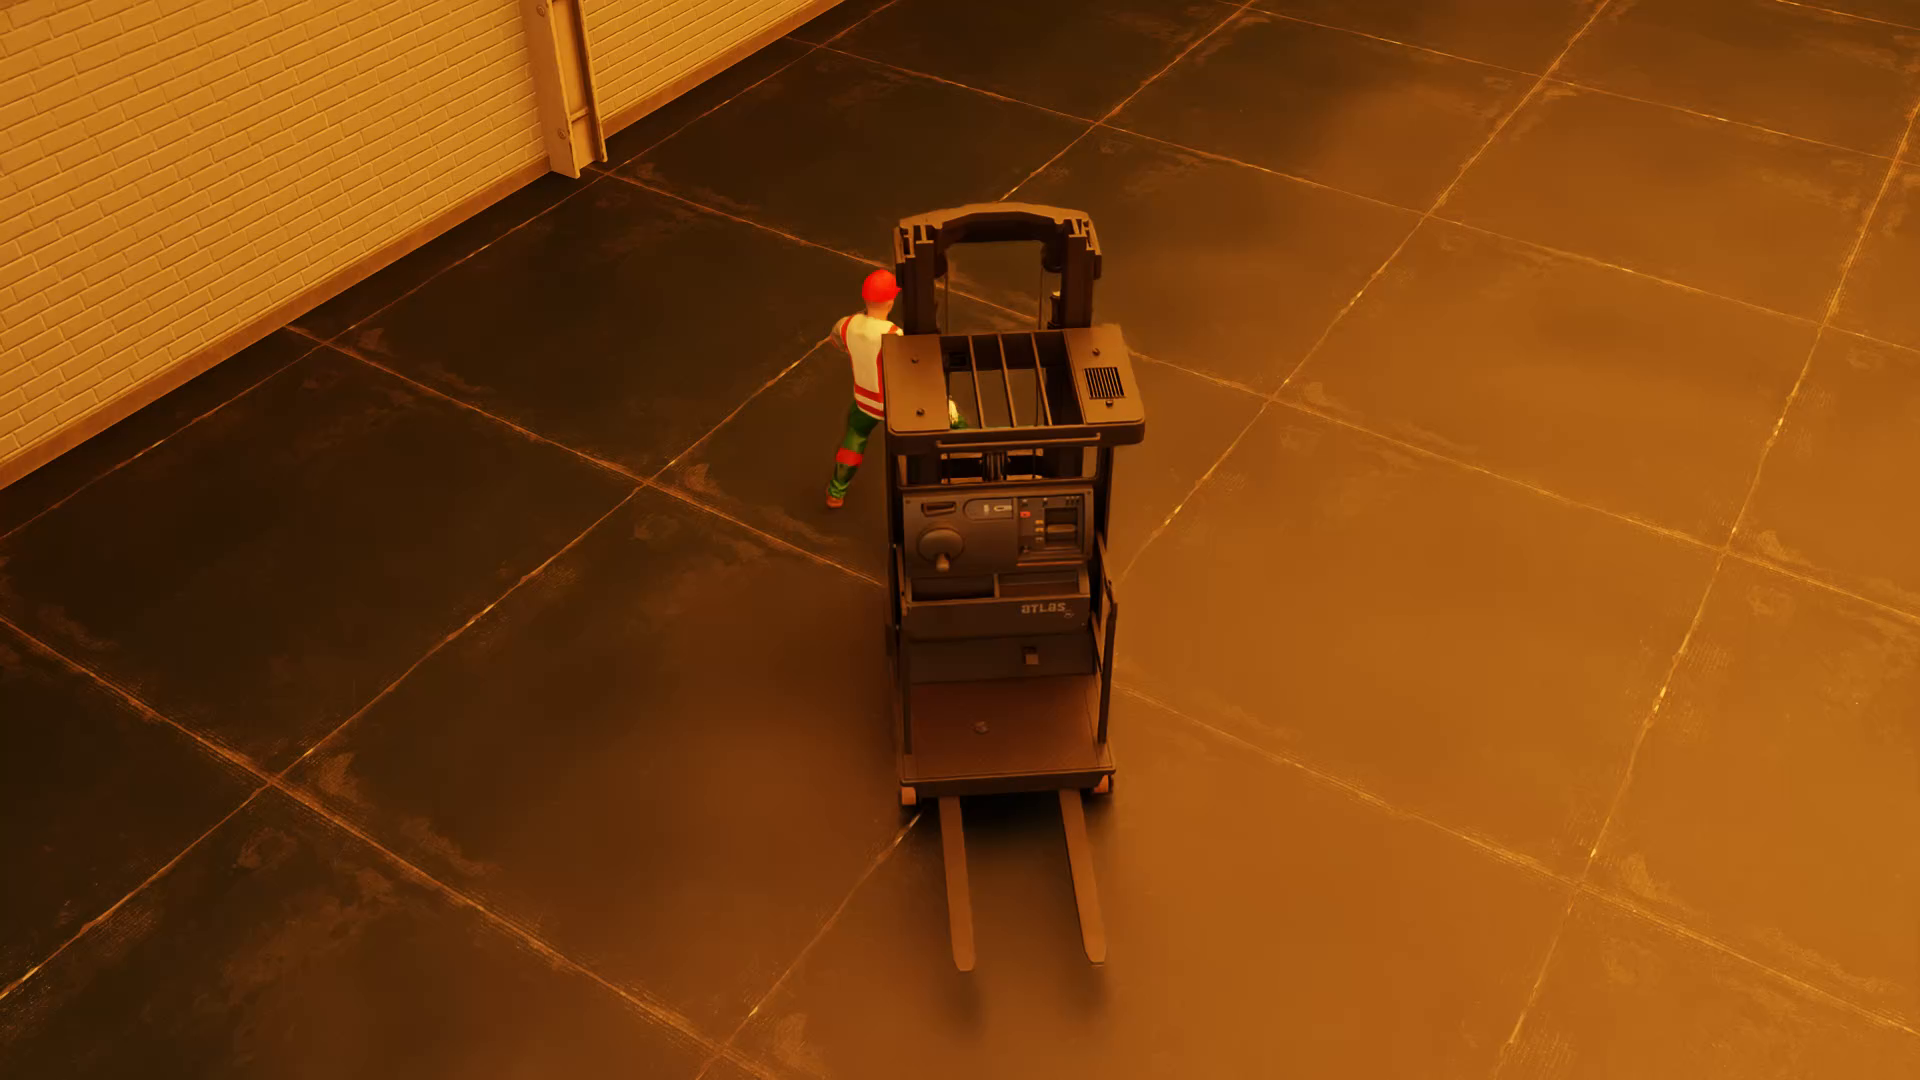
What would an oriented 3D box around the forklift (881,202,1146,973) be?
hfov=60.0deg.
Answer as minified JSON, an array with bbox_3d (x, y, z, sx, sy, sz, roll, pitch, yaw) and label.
[{"bbox_3d":[0.208,0.026,7.937,1.130,2.935,3.031,-3,40,-3],"label":"forklift"}]

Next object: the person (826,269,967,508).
[{"bbox_3d":[-0.436,-0.929,10.072,0.961,1.640,0.760,27,47,28],"label":"person"}]
